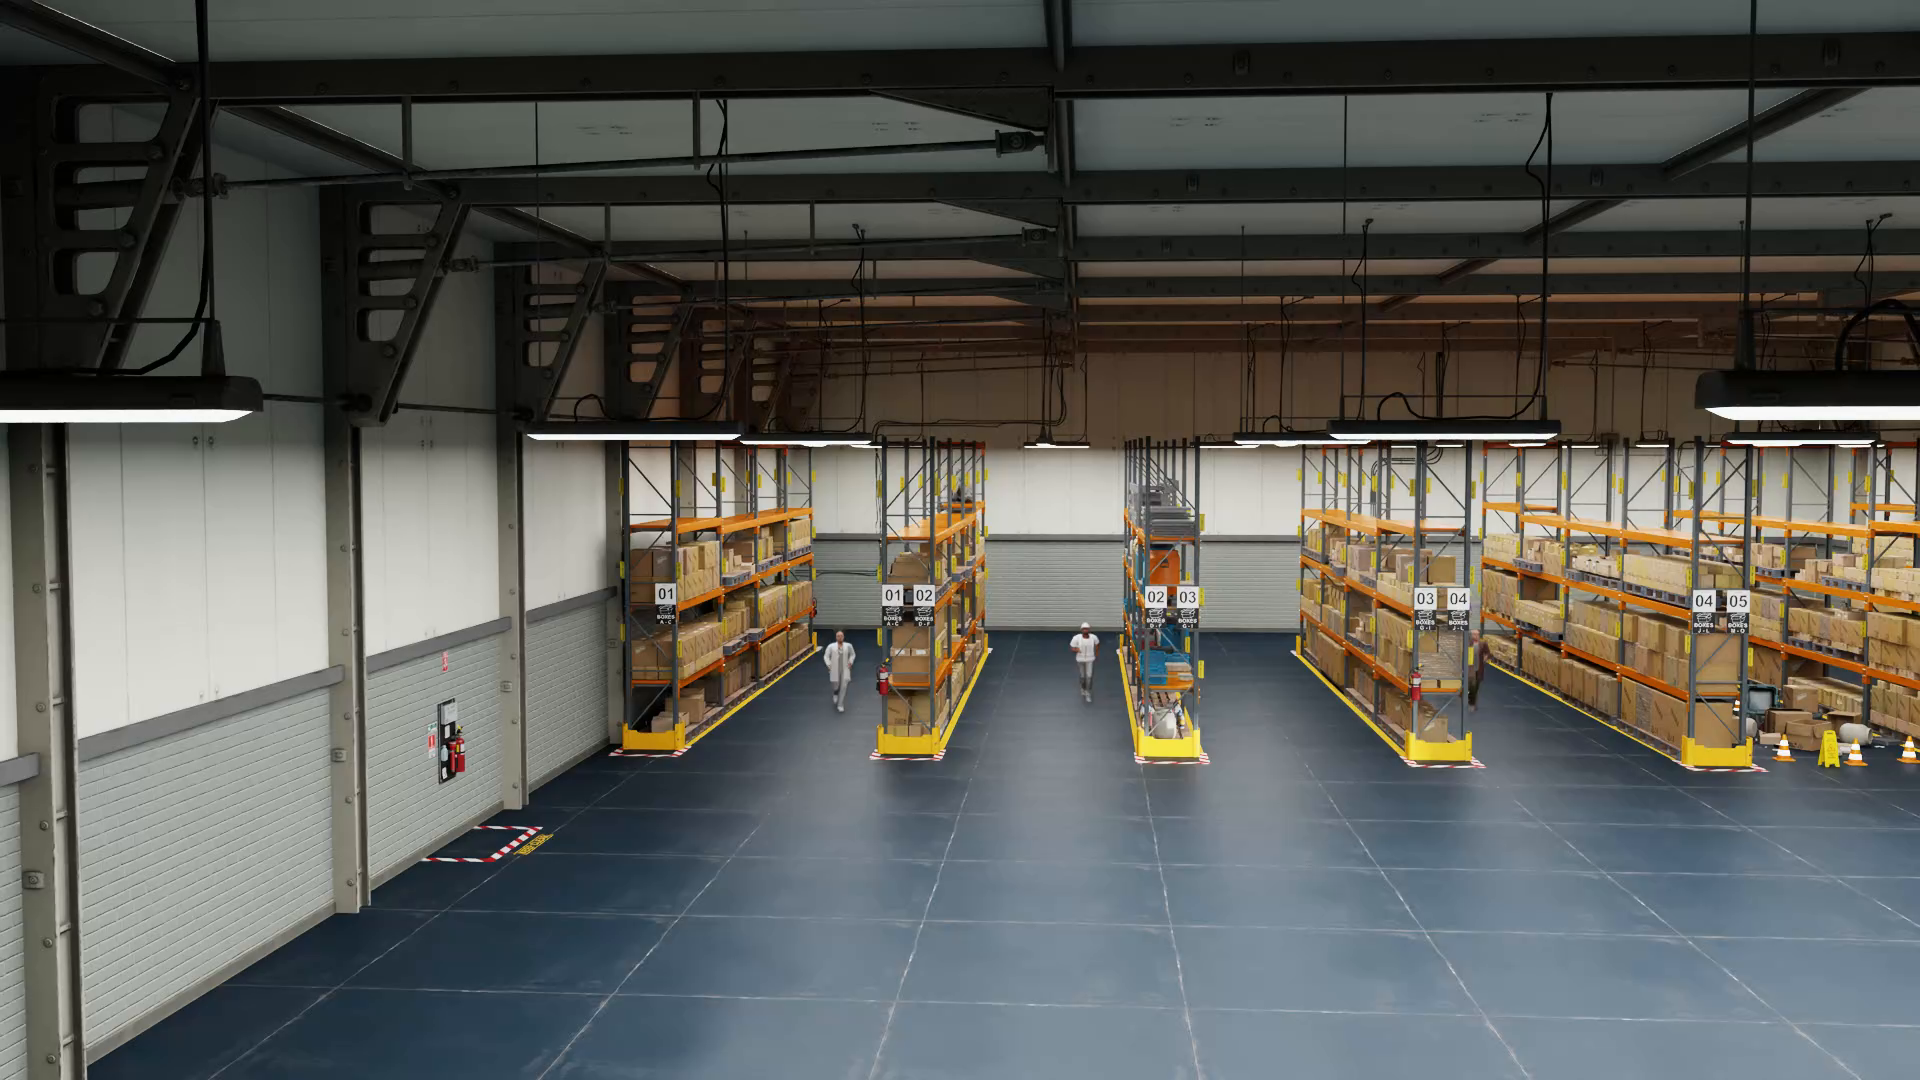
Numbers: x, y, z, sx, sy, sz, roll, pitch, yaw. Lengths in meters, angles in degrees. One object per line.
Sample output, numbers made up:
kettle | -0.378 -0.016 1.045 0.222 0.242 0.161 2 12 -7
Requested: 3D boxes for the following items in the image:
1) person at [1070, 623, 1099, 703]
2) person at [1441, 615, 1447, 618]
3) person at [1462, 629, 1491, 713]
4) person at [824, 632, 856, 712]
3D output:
person | 2.860 2.799 38.212 0.676 1.816 0.798 0 3 6
person | 13.618 2.347 46.729 0.855 1.763 0.716 -2 4 -39
person | 11.344 2.888 36.658 0.686 1.847 0.854 0 3 -3
person | -2.649 2.893 36.777 0.711 1.743 0.756 0 3 -9
